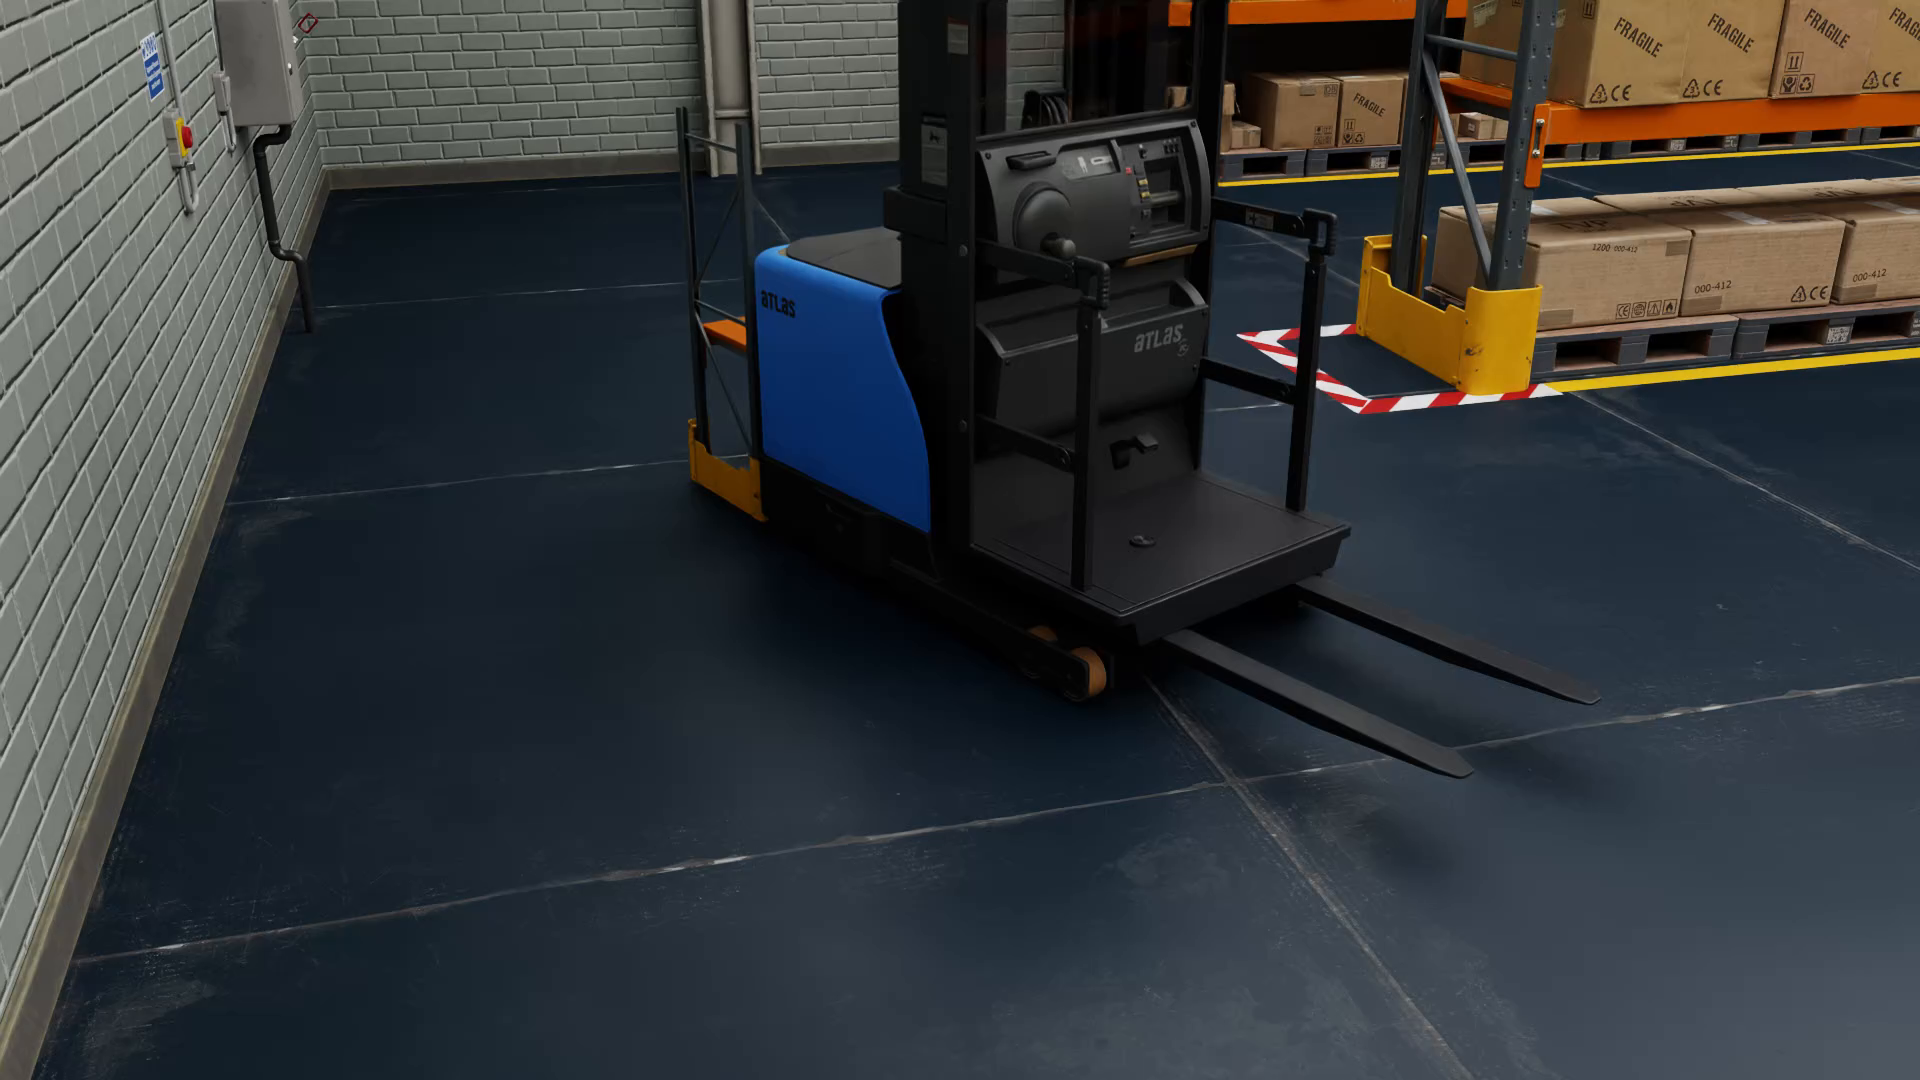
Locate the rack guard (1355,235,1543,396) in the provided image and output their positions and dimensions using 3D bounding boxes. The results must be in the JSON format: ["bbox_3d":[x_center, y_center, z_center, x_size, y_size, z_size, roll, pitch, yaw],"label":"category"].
[{"bbox_3d":[2.405,-1.144,8.281,0.348,0.500,1.175,-6,24,-14],"label":"rack guard"}]

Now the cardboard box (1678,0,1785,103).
[{"bbox_3d":[3.447,-2.347,7.790,0.500,0.500,0.500,-7,24,-15],"label":"cardboard box"}]

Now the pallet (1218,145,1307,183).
[{"bbox_3d":[1.924,-2.991,12.953,1.213,0.211,1.003,-6,24,-14],"label":"pallet"}]

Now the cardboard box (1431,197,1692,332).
[{"bbox_3d":[3.036,-1.419,8.469,0.875,0.438,0.875,-7,24,-16],"label":"cardboard box"}]

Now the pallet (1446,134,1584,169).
[{"bbox_3d":[4.273,-3.251,13.558,1.213,0.211,1.003,-6,24,-14],"label":"pallet"}]

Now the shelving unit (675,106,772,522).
[{"bbox_3d":[-0.505,-0.976,6.623,1.083,1.500,0.587,-16,28,-33],"label":"shelving unit"}]

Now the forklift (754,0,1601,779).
[{"bbox_3d":[0.574,-1.075,5.038,1.130,2.935,3.031,-18,29,-36],"label":"forklift"}]

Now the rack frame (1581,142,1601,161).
[{"bbox_3d":[4.935,-4.605,13.178,0.127,3.000,1.000,-6,24,-14],"label":"rack frame"}]

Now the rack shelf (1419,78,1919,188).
[{"bbox_3d":[4.354,-2.177,8.432,4.000,0.370,1.077,-6,24,-14],"label":"rack shelf"}]

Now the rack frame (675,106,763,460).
[{"bbox_3d":[-0.908,-0.860,6.352,0.032,1.500,0.500,-16,28,-33],"label":"rack frame"}]

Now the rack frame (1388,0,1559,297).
[{"bbox_3d":[2.428,-2.295,7.794,0.127,3.000,1.000,-6,24,-14],"label":"rack frame"}]

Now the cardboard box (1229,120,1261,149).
[{"bbox_3d":[2.118,-3.121,12.803,0.250,0.149,0.380,-7,24,-16],"label":"cardboard box"}]

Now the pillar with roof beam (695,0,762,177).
[{"bbox_3d":[-0.593,-5.356,7.321,0.400,9.000,9.100,-6,24,-14],"label":"pillar with roof beam"}]

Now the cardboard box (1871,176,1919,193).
[{"bbox_3d":[5.646,-1.710,9.149,0.875,0.438,0.875,-7,24,-15],"label":"cardboard box"}]

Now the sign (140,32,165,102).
[{"bbox_3d":[-3.041,-1.785,6.262,0.001,0.218,0.327,-6,24,-14],"label":"sign"}]

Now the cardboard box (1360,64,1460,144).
[{"bbox_3d":[3.531,-3.439,13.099,0.500,0.500,0.700,-7,24,-16],"label":"cardboard box"}]

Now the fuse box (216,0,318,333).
[{"bbox_3d":[-3.422,-1.906,8.523,0.414,1.711,0.539,-6,24,-14],"label":"fuse box"}]

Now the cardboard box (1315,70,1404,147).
[{"bbox_3d":[3.068,-3.347,12.884,0.500,0.500,0.500,-6,24,-13],"label":"cardboard box"}]

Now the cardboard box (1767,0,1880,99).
[{"bbox_3d":[3.942,-2.395,7.900,0.500,0.500,0.500,-6,24,-15],"label":"cardboard box"}]

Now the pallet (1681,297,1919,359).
[{"bbox_3d":[4.349,-1.257,8.911,1.213,0.211,1.003,-6,24,-14],"label":"pallet"}]

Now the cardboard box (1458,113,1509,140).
[{"bbox_3d":[4.134,-3.333,13.147,0.258,0.266,0.396,-5,24,-12],"label":"cardboard box"}]

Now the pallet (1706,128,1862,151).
[{"bbox_3d":[6.885,-3.556,14.269,1.213,0.211,1.003,-6,24,-14],"label":"pallet"}]

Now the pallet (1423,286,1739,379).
[{"bbox_3d":[3.177,-1.128,8.612,1.213,0.211,1.003,-6,24,-14],"label":"pallet"}]

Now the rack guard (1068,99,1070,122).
[{"bbox_3d":[1.157,-3.038,12.697,0.348,0.500,1.175,-6,24,-14],"label":"rack guard"}]

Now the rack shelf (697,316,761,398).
[{"bbox_3d":[-0.498,-0.813,6.699,1.000,0.185,0.538,-16,28,-33],"label":"rack shelf"}]

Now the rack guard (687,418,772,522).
[{"bbox_3d":[-0.907,-0.286,6.599,0.087,0.250,0.587,-16,28,-33],"label":"rack guard"}]

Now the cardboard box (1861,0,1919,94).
[{"bbox_3d":[4.419,-2.454,8.039,0.500,0.500,0.500,-6,24,-13],"label":"cardboard box"}]

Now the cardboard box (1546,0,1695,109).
[{"bbox_3d":[2.968,-2.283,7.639,0.500,0.500,0.500,-7,24,-15],"label":"cardboard box"}]

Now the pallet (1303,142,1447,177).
[{"bbox_3d":[3.096,-3.119,13.252,1.213,0.211,1.003,-6,24,-14],"label":"pallet"}]

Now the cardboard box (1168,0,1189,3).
[{"bbox_3d":[1.474,-3.994,12.073,0.250,0.149,0.380,-6,24,-15],"label":"cardboard box"}]

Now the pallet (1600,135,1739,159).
[{"bbox_3d":[5.708,-3.424,13.963,1.213,0.211,1.003,-6,24,-14],"label":"pallet"}]

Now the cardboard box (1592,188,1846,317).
[{"bbox_3d":[3.915,-1.519,8.703,0.875,0.438,0.875,-6,24,-13],"label":"cardboard box"}]

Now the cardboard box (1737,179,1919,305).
[{"bbox_3d":[4.784,-1.615,8.926,0.875,0.438,0.875,-7,24,-16],"label":"cardboard box"}]

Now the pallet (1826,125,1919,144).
[{"bbox_3d":[8.057,-3.684,14.569,1.213,0.211,1.003,-6,24,-14],"label":"pallet"}]

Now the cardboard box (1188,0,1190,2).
[{"bbox_3d":[1.706,-4.039,12.178,0.250,0.149,0.380,-6,24,-13],"label":"cardboard box"}]

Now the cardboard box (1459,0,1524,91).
[{"bbox_3d":[2.821,-2.493,8.128,0.500,0.500,0.500,-6,24,-14],"label":"cardboard box"}]

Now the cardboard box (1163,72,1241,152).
[{"bbox_3d":[1.698,-3.254,12.662,0.637,0.503,0.797,-7,24,-16],"label":"cardboard box"}]

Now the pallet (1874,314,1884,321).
[{"bbox_3d":[5.526,-1.388,9.217,1.213,0.211,1.003,-6,24,-14],"label":"pallet"}]

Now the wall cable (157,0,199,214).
[{"bbox_3d":[-2.995,-2.167,6.167,0.123,1.953,0.585,-6,24,-14],"label":"wall cable"}]

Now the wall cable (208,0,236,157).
[{"bbox_3d":[-3.389,-2.689,7.425,0.122,1.984,0.588,-6,24,-14],"label":"wall cable"}]

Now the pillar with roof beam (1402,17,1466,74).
[{"bbox_3d":[5.184,-5.995,8.811,0.400,9.000,9.100,-6,24,-14],"label":"pillar with roof beam"}]

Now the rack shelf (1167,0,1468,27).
[{"bbox_3d":[3.009,-4.061,12.823,4.000,0.370,1.077,-6,24,-14],"label":"rack shelf"}]

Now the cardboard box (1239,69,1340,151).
[{"bbox_3d":[2.532,-3.329,12.841,0.500,0.500,0.700,-5,24,-12],"label":"cardboard box"}]
